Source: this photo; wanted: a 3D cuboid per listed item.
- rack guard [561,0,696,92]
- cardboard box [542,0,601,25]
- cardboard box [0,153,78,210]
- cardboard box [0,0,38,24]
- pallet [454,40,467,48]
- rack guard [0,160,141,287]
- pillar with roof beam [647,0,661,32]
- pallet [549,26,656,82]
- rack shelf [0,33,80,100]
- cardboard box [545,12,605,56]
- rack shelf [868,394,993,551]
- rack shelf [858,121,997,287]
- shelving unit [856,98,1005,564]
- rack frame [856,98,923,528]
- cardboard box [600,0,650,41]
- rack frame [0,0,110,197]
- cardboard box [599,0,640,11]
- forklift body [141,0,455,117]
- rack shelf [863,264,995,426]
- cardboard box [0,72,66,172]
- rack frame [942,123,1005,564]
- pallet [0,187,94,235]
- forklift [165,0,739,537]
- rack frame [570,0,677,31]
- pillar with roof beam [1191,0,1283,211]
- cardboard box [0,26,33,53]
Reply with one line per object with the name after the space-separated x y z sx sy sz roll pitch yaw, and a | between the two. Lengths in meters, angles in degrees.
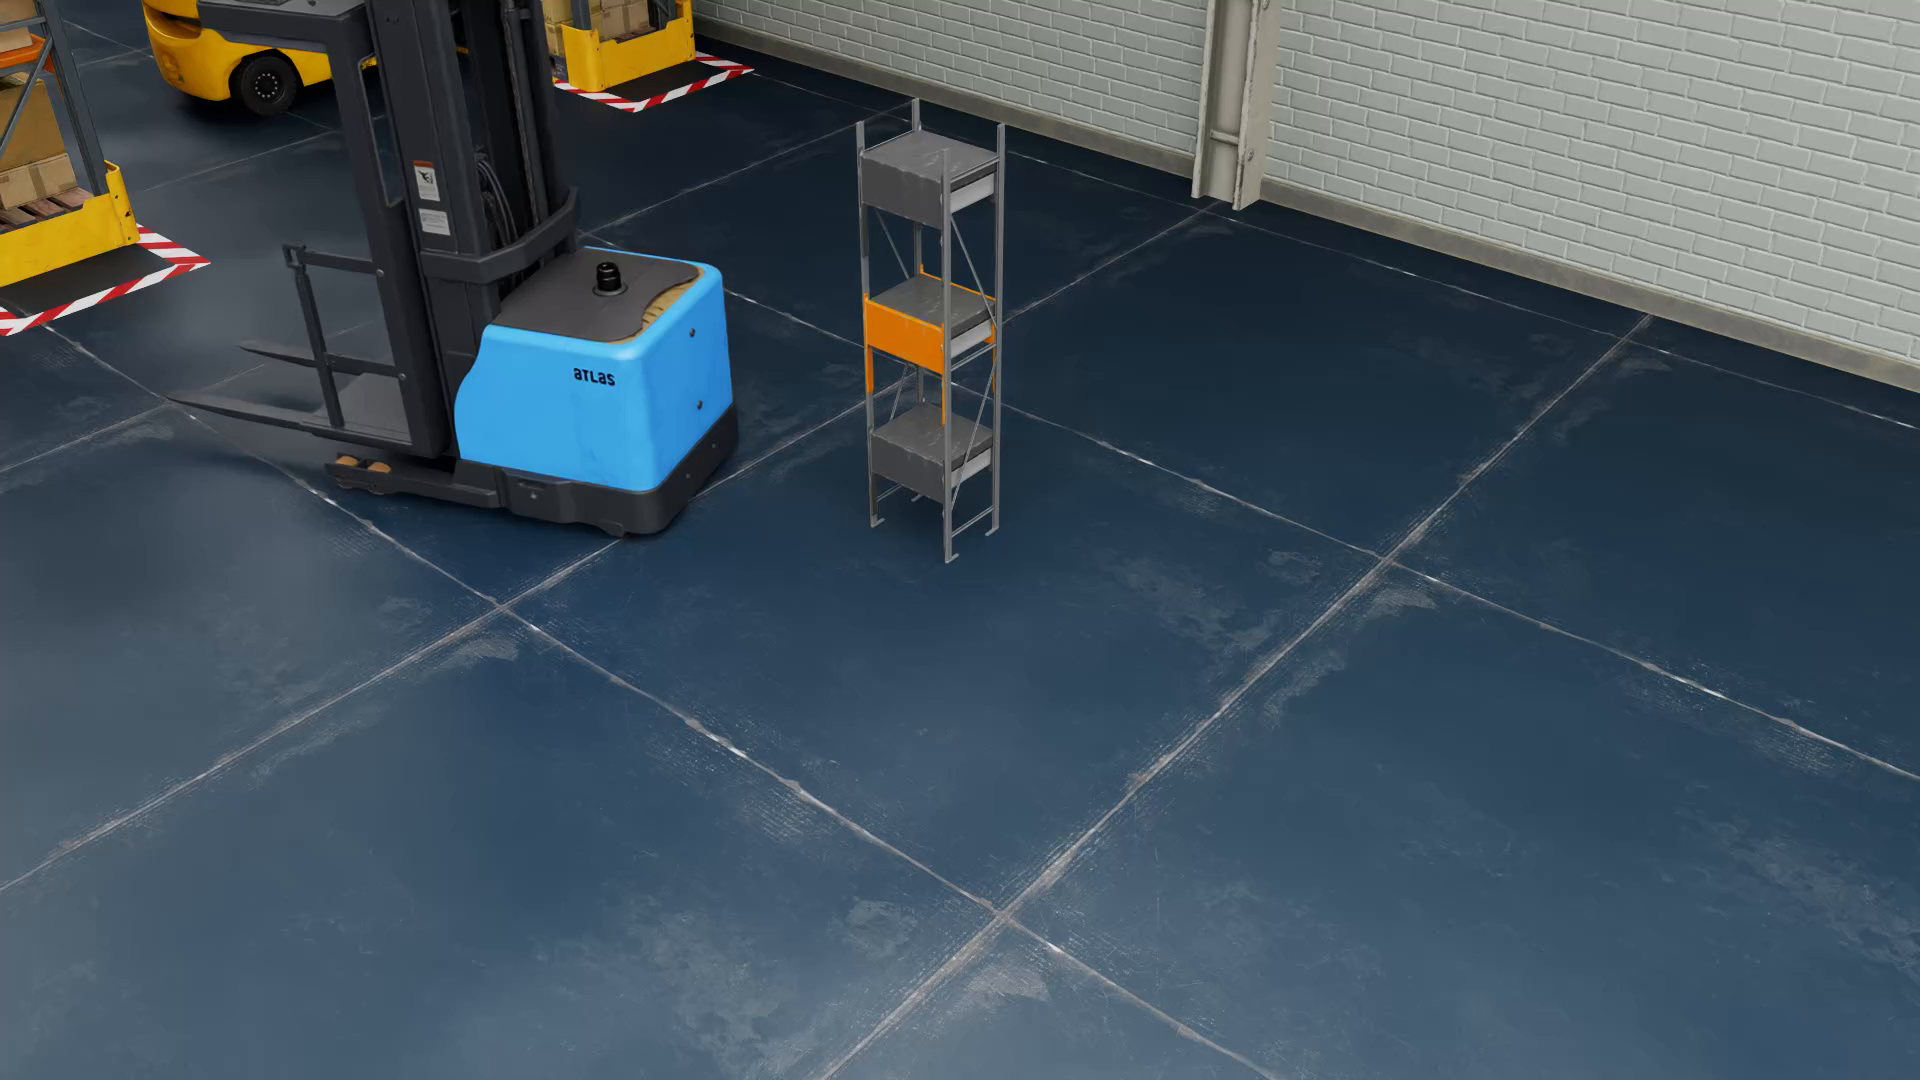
-2.746 -4.160 13.866 0.348 0.500 1.175 25 42 32 | rack guard
-3.339 -4.485 13.748 0.500 0.250 0.500 25 41 31 | cardboard box
-6.381 -2.490 11.285 0.500 0.250 0.500 25 42 31 | cardboard box
-6.124 -3.494 10.337 0.500 0.500 0.500 25 41 31 | cardboard box
-4.313 -4.751 14.981 1.213 0.211 1.003 25 42 32 | pallet
-5.996 -2.035 10.772 0.348 0.500 1.175 25 42 32 | rack guard
-5.478 -6.443 9.684 0.400 9.000 9.100 25 42 32 | pillar with roof beam
-3.379 -4.308 14.337 1.213 0.211 1.003 25 42 32 | pallet
-7.475 -3.466 11.283 4.000 0.370 1.077 25 42 32 | rack shelf
-3.328 -4.272 13.878 0.500 0.250 0.500 26 42 32 | cardboard box
-0.127 -0.337 8.147 0.480 0.518 0.431 25 42 32 | rack shelf
-0.127 -1.491 7.354 0.480 0.518 0.431 25 42 32 | rack shelf
-0.127 -0.926 7.743 0.503 2.100 0.431 25 42 32 | shelving unit
-0.315 -1.014 7.872 0.015 2.100 0.400 25 42 32 | rack frame
-3.017 -4.502 14.213 0.500 0.250 0.500 25 42 32 | cardboard box
-5.938 -3.038 10.024 0.127 3.000 1.000 25 42 32 | rack frame
-2.993 -4.706 14.068 0.500 0.250 0.500 26 42 33 | cardboard box
-5.389 -4.742 13.256 1.214 2.155 2.313 25 42 32 | forklift body
-0.127 -0.914 7.751 0.480 0.518 0.431 25 42 32 | rack shelf
-6.400 -2.808 11.084 0.500 0.500 0.500 24 41 30 | cardboard box
0.060 -0.837 7.614 0.015 2.100 0.400 25 42 32 | rack frame
-6.598 -2.226 11.305 1.213 0.211 1.003 25 42 32 | pallet
-2.757 -1.712 8.153 3.031 2.935 1.130 11 36 15 | forklift
-2.765 -5.199 13.171 0.127 3.000 1.000 25 42 32 | rack frame
-0.867 -4.270 6.519 0.400 9.000 9.100 25 42 32 | pillar with roof beam
-6.067 -3.148 10.406 0.250 0.149 0.380 25 42 32 | cardboard box
